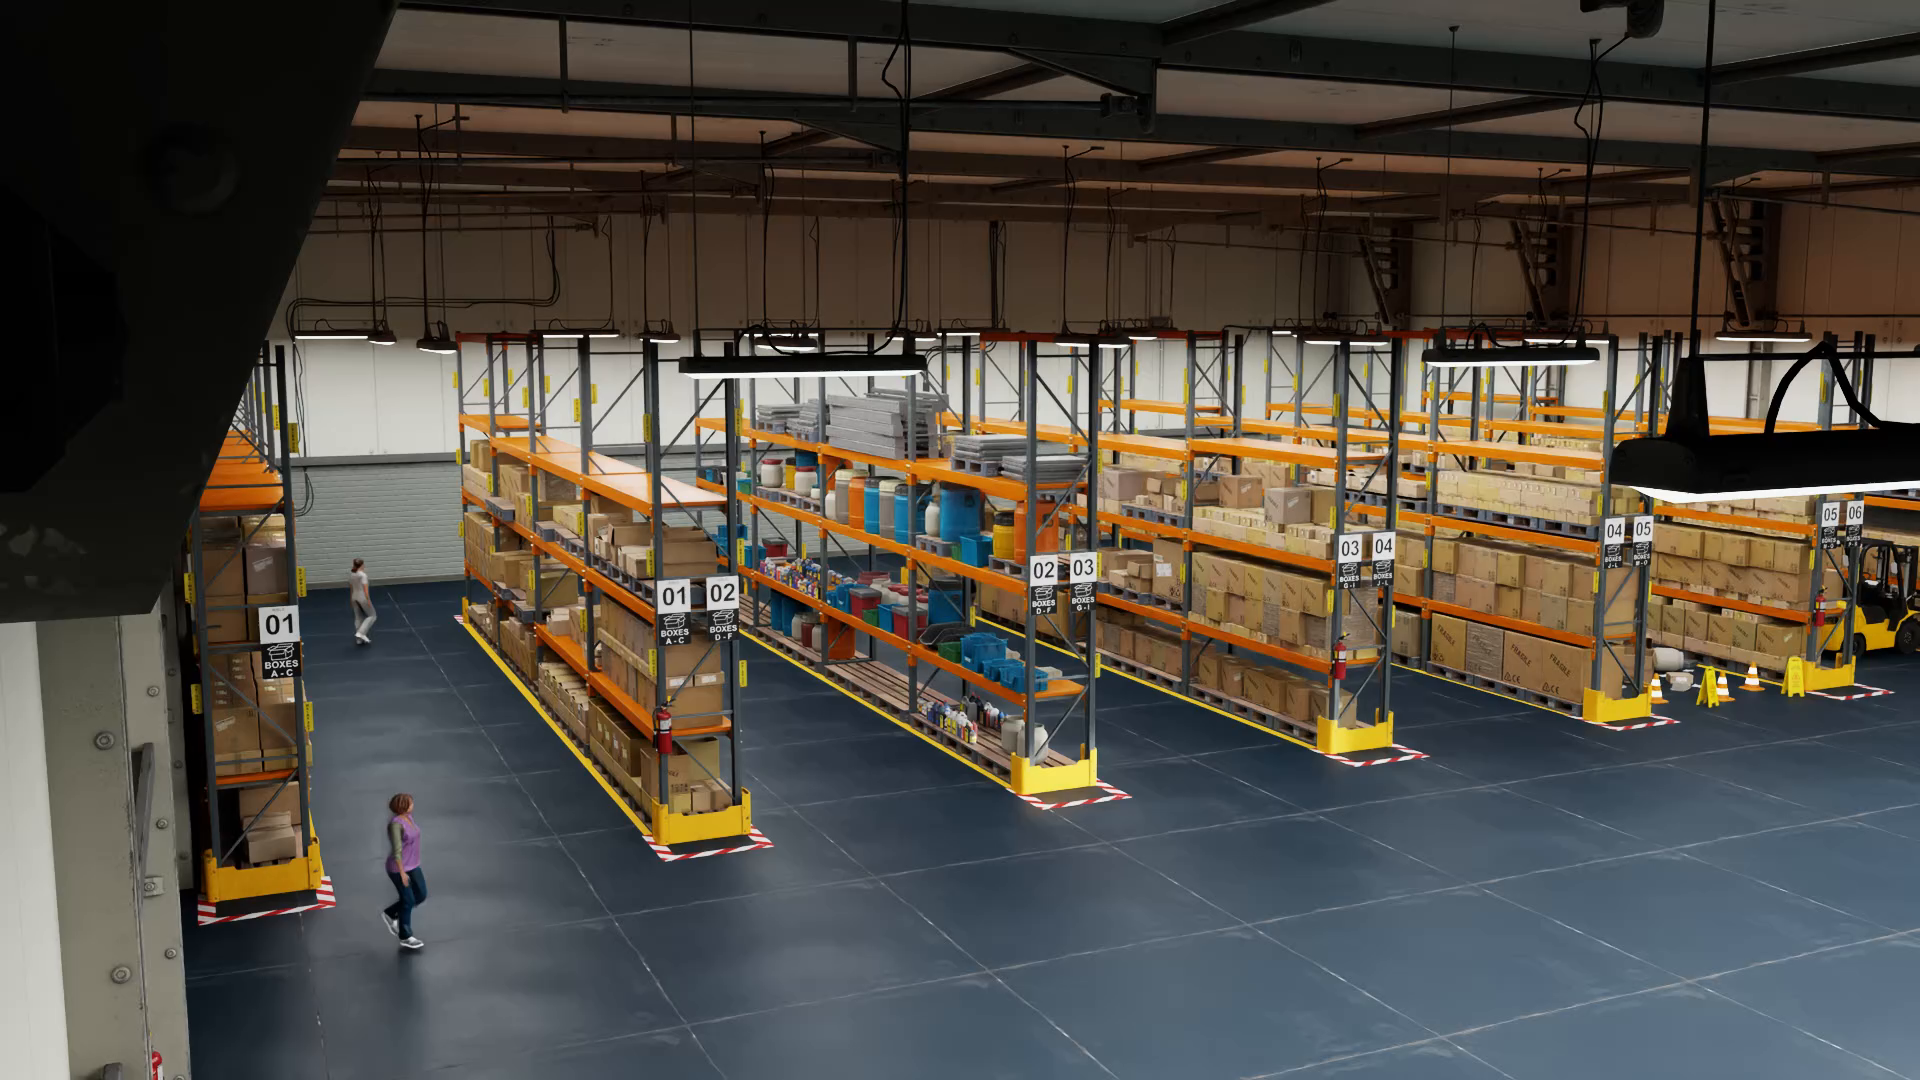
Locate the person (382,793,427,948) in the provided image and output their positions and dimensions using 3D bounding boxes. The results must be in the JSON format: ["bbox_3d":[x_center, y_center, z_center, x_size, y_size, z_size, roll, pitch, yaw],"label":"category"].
[{"bbox_3d":[-5.630,3.341,16.688,0.519,1.487,0.405,2,8,15],"label":"person"}]

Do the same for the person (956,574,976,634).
[{"bbox_3d":[0.144,1.080,32.675,0.457,1.722,0.573,4,9,28],"label":"person"}]

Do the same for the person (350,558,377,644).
[{"bbox_3d":[-11.601,1.183,32.109,0.474,1.671,0.474,4,9,27],"label":"person"}]
